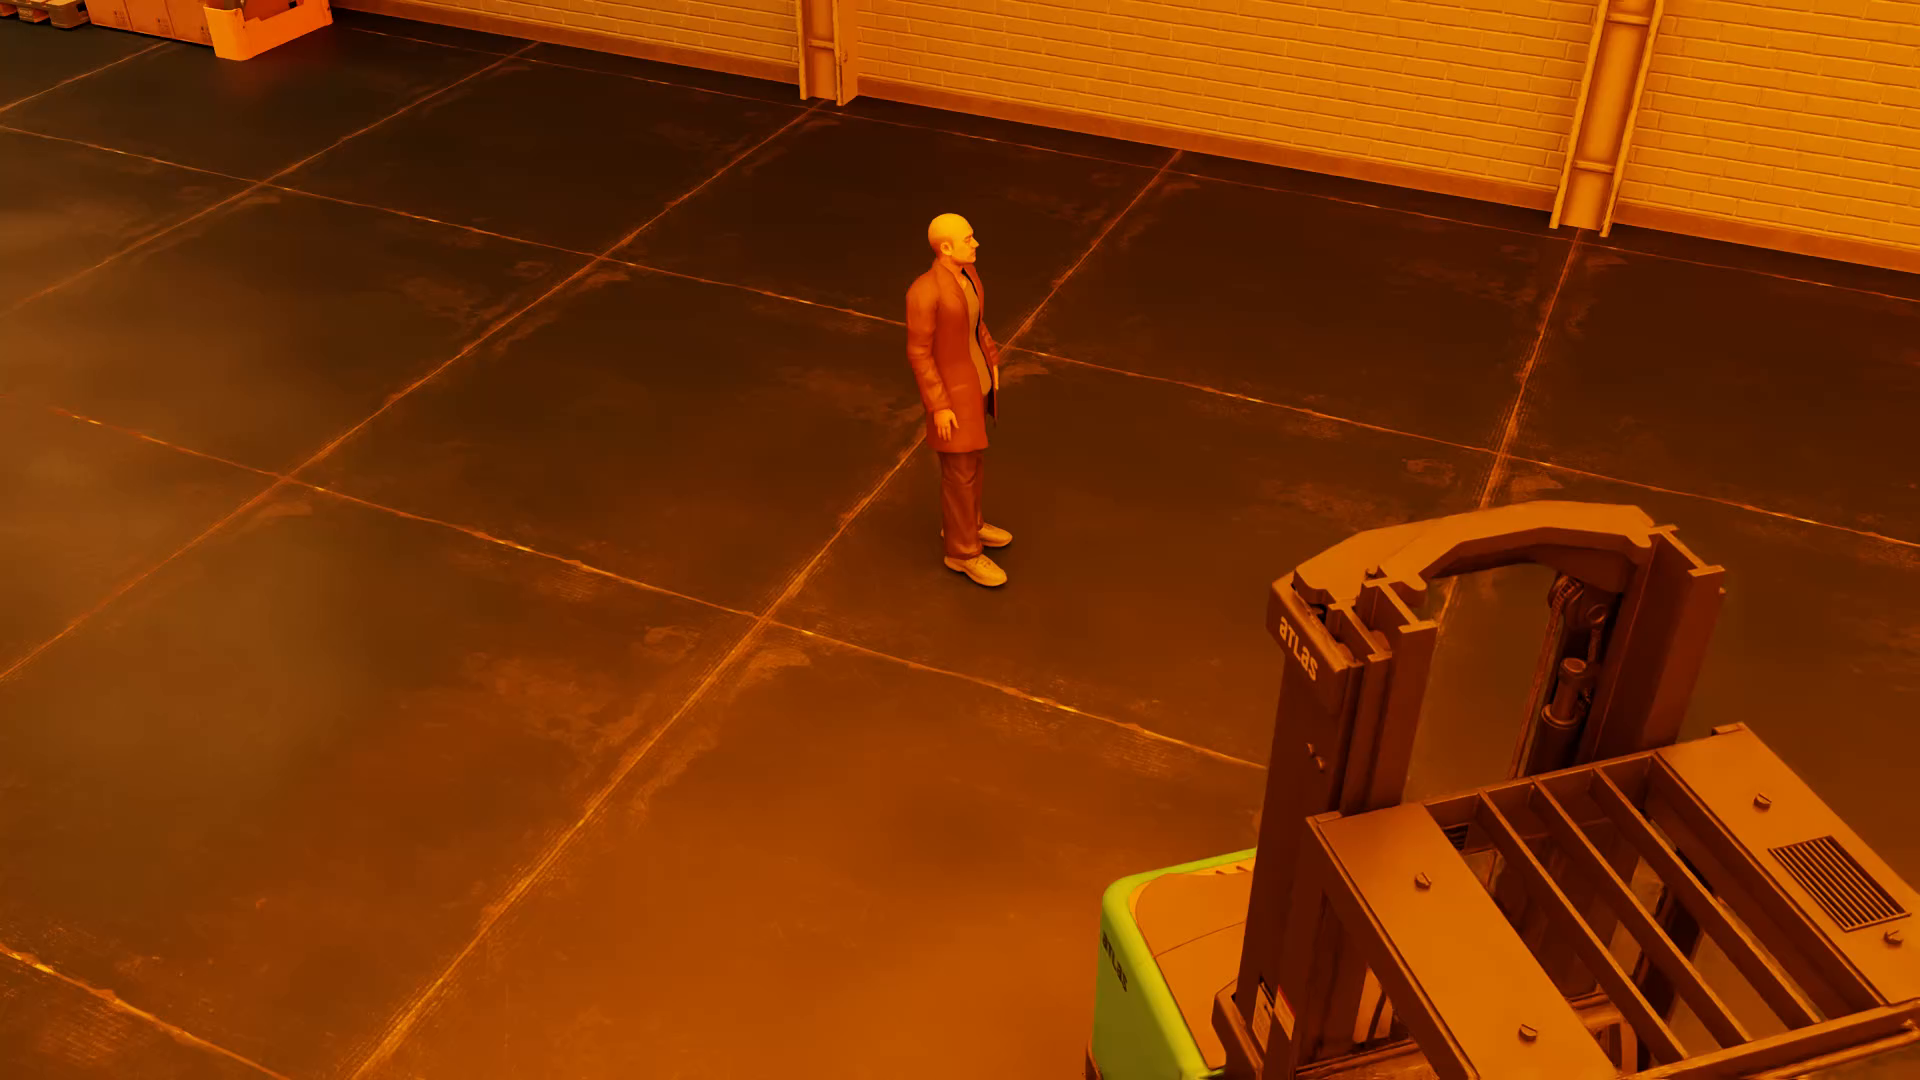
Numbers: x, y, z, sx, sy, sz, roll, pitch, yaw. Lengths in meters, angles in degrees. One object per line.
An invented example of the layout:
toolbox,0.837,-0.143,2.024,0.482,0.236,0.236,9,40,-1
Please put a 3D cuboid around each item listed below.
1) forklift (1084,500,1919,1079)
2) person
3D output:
forklift,1.333,1.502,3.980,1.130,2.935,3.031,-10,37,-13
person,0.082,-0.705,8.056,0.579,1.777,0.698,15,38,20
